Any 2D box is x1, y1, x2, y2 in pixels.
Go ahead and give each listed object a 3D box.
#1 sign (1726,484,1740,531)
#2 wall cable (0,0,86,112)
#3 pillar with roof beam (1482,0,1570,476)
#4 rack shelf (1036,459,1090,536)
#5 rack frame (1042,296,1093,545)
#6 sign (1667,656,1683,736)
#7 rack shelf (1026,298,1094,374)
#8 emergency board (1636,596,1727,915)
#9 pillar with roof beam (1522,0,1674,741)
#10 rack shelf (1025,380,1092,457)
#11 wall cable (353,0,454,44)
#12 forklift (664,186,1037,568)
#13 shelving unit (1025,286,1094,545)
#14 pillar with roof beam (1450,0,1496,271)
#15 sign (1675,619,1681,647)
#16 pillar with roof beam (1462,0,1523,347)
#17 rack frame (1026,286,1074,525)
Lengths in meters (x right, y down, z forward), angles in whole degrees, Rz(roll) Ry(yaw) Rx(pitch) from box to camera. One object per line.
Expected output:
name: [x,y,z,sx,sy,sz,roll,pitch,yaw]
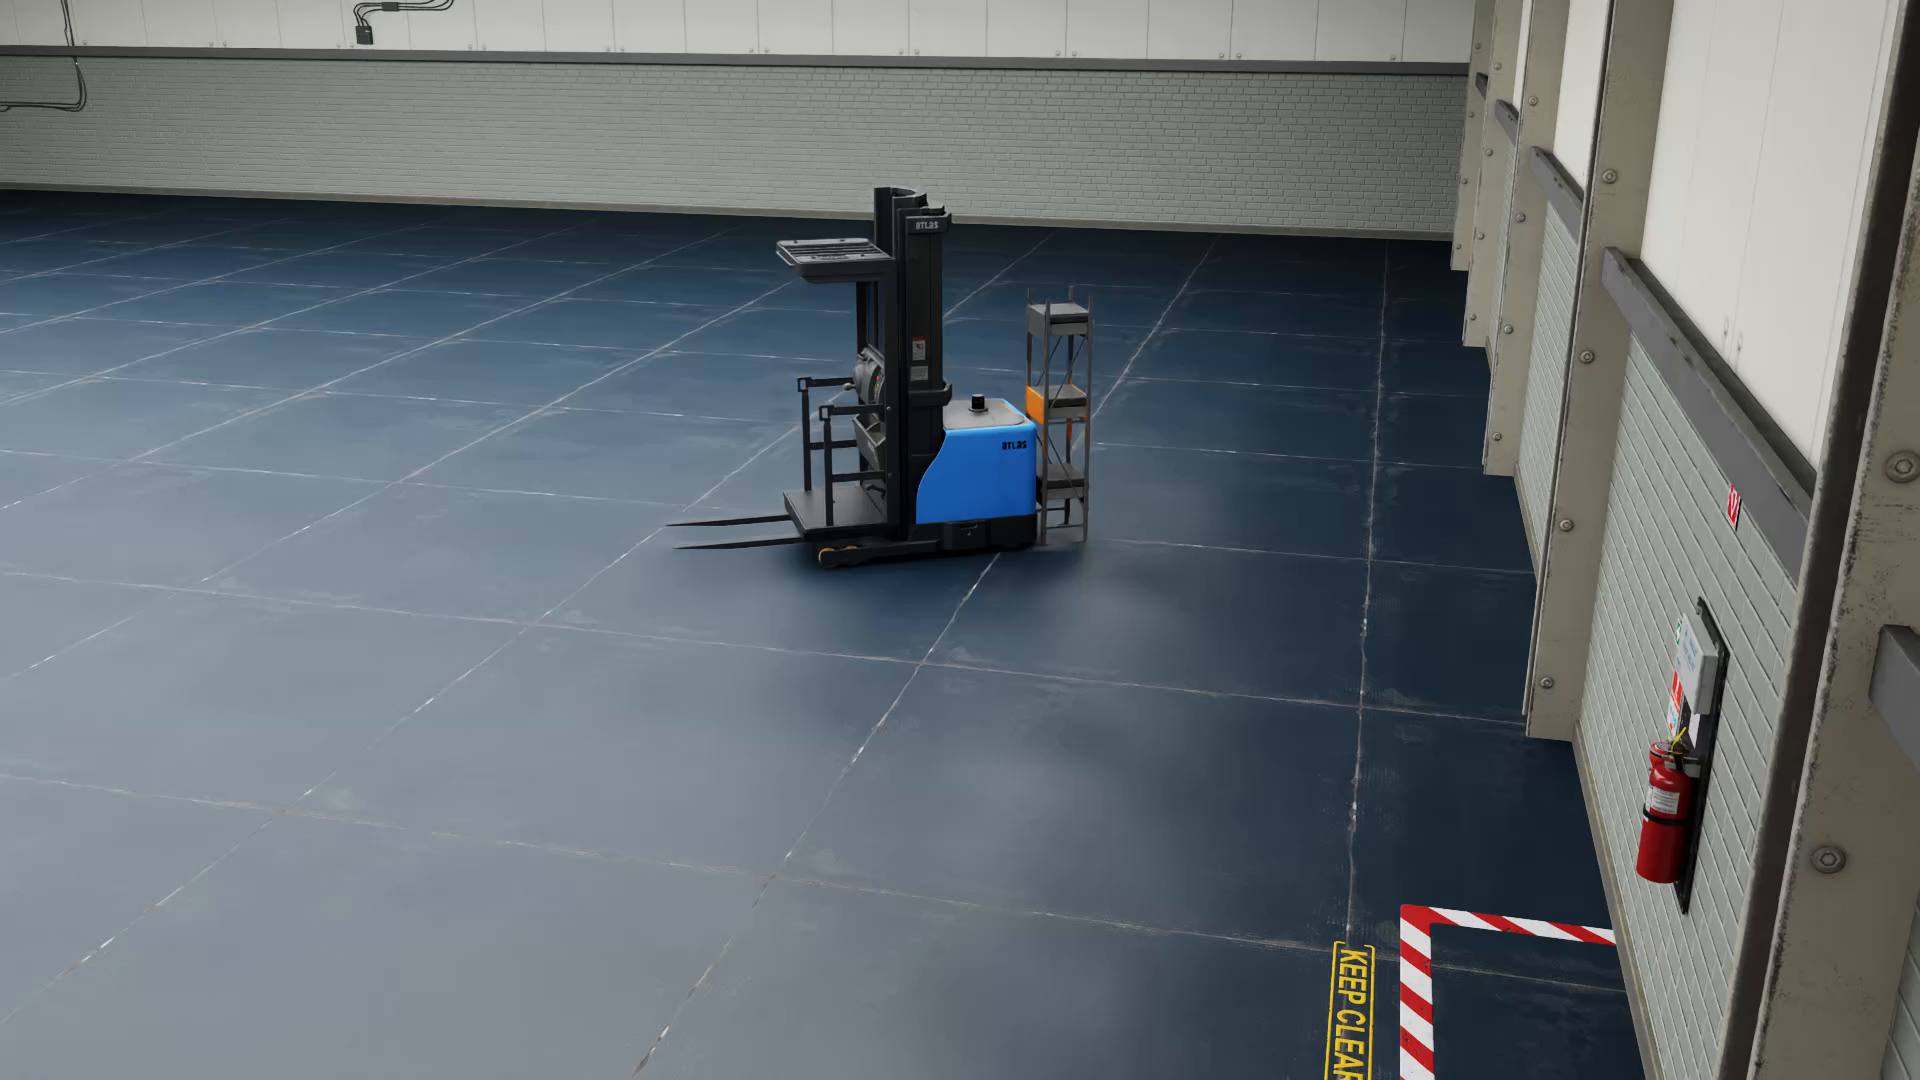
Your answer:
sign: [3.062,-0.206,6.562,0.001,0.298,0.199,5,19,13]
wall cable: [-20.357,-10.541,35.930,3.097,2.526,0.112,5,19,13]
pillar with roof beam: [1.080,-5.283,15.731,9.100,9.000,0.400,5,19,13]
rack shelf: [0.822,-0.367,14.222,0.431,0.518,0.480,-5,19,-14]
rack frame: [0.885,-0.966,13.769,0.400,2.100,0.015,-5,19,-14]
sign: [3.198,0.704,7.431,0.001,0.329,0.234,5,19,13]
rack shelf: [0.822,-1.692,13.770,0.431,0.518,0.480,-5,19,-14]
emergency board: [2.963,0.886,6.953,0.194,1.169,0.643,5,19,13]
pillar with roof beam: [-0.386,-3.402,10.225,9.100,9.000,0.400,5,19,13]
rack shelf: [0.822,-1.030,13.996,0.431,0.518,0.480,-5,19,-14]
wall cable: [-11.155,-12.865,32.669,2.305,6.003,0.169,5,19,13]
forklift: [-0.926,-1.345,13.591,3.031,2.935,1.130,-5,19,-14]
shelving unit: [0.822,-1.043,13.991,0.431,2.100,0.503,-5,19,-14]
pillar with roof beam: [4.012,-9.044,26.743,9.100,9.000,0.400,5,19,13]
sign: [3.188,0.454,7.343,0.001,0.109,0.331,5,19,13]
pillar with roof beam: [2.546,-7.163,21.237,9.100,9.000,0.400,5,19,13]
rack frame: [0.758,-1.119,14.214,0.400,2.100,0.015,-5,19,-14]
